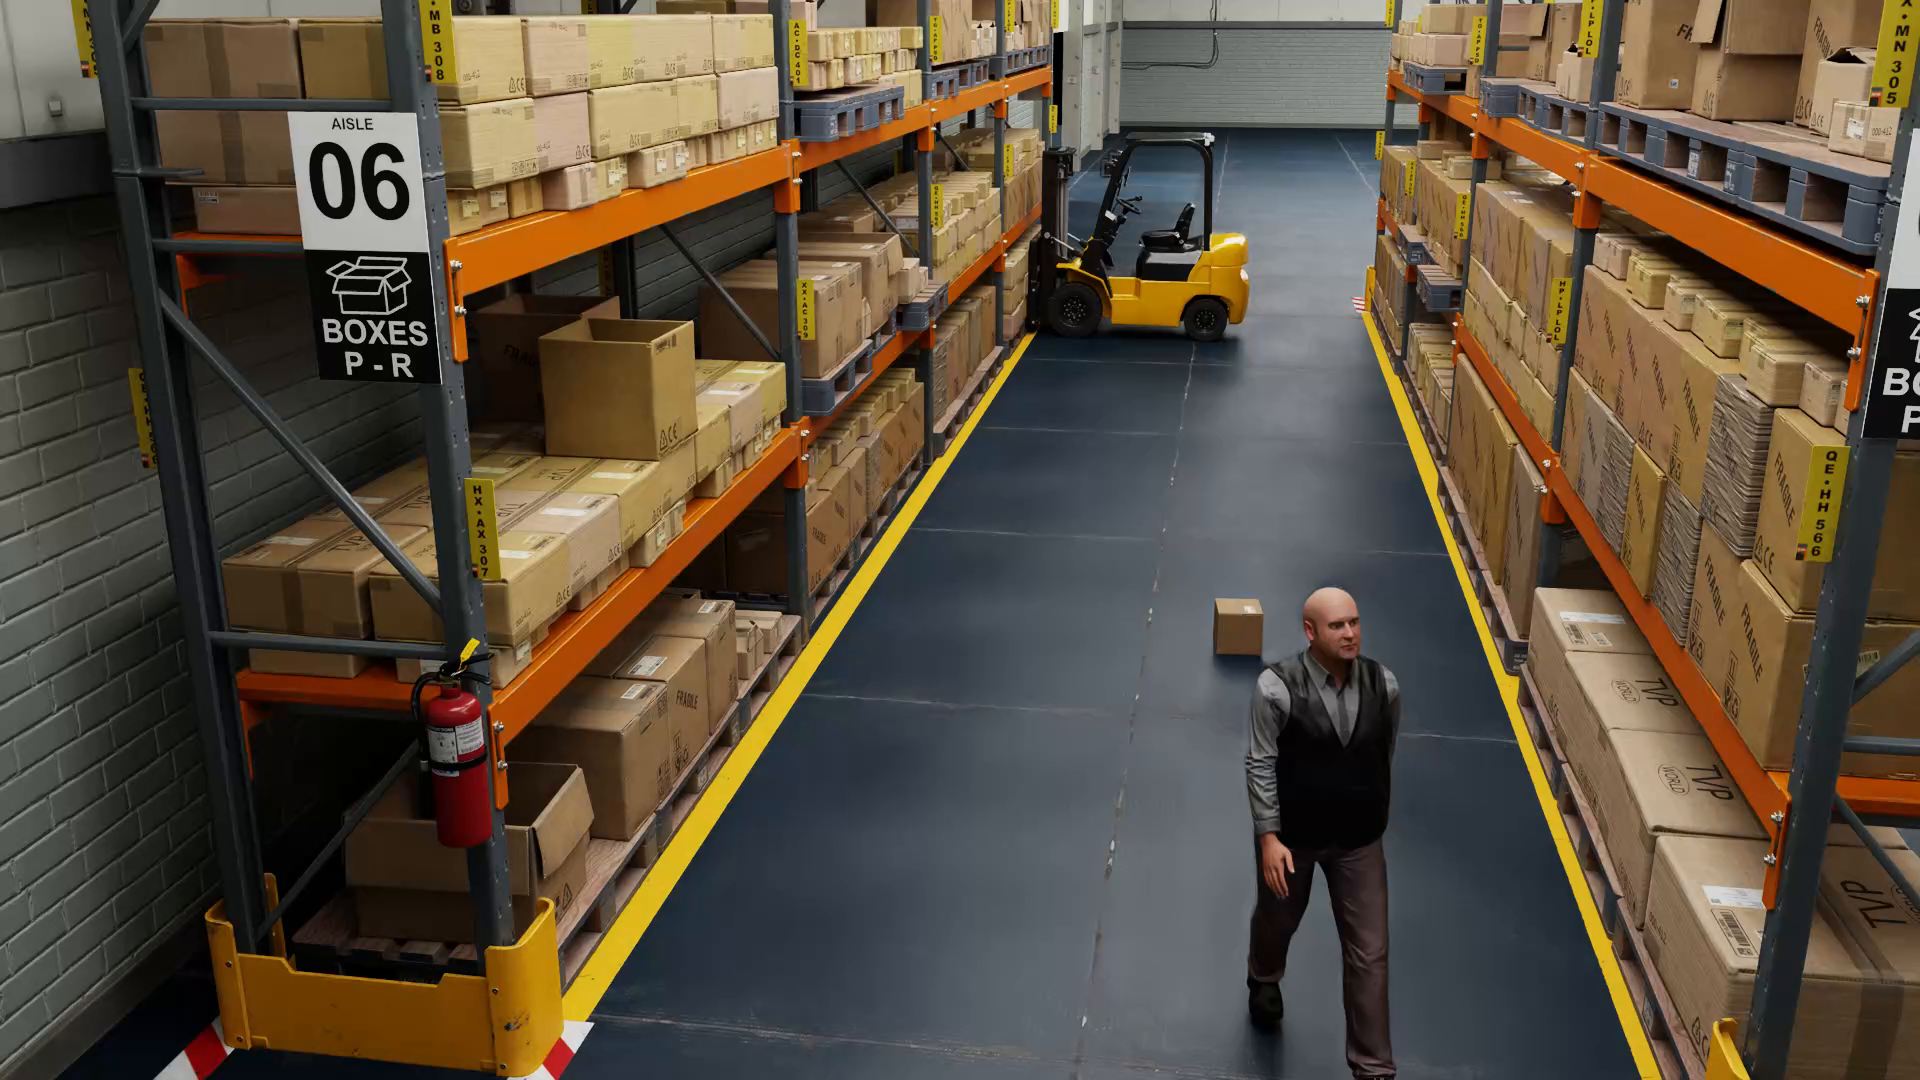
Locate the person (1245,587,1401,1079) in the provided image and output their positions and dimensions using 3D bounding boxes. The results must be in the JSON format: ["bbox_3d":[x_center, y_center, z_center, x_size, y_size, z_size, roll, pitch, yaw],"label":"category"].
[{"bbox_3d":[1.207,0.990,5.467,0.544,1.664,0.996,-2,18,-5],"label":"person"}]
